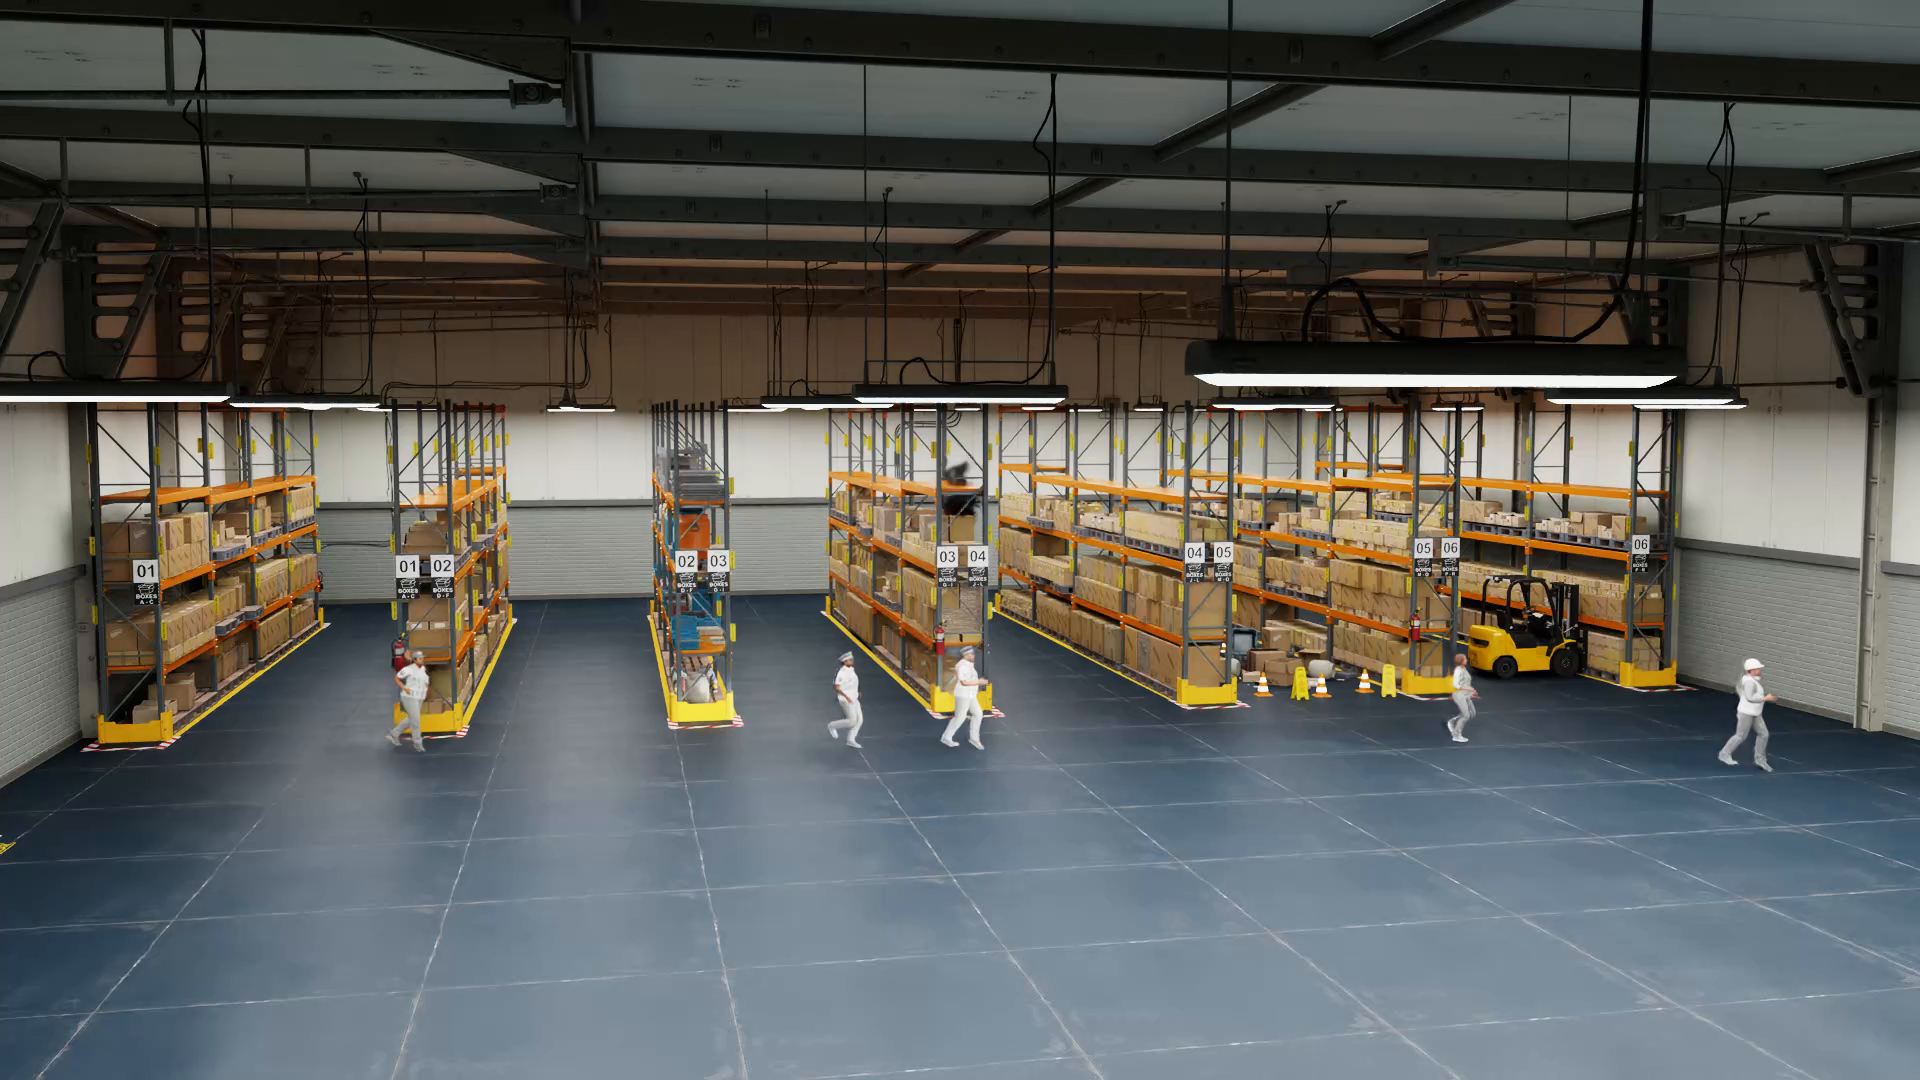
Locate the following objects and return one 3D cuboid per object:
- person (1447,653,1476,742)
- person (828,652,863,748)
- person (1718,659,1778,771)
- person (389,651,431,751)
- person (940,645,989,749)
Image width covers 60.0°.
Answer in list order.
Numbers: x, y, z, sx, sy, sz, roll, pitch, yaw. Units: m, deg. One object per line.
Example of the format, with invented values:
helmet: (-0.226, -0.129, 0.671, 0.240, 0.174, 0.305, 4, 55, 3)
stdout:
person: (8.787, 2.756, 29.074, 0.552, 1.548, 0.530, 3, 5, 32)
person: (-1.971, 2.745, 28.713, 0.593, 1.664, 0.583, 2, 5, 20)
person: (12.725, 2.817, 26.808, 0.845, 1.822, 0.605, 3, 5, 37)
person: (-9.409, 2.760, 28.656, 0.828, 1.689, 0.625, 1, 5, 19)
person: (0.095, 2.713, 28.457, 0.849, 1.847, 0.609, 1, 4, 15)
